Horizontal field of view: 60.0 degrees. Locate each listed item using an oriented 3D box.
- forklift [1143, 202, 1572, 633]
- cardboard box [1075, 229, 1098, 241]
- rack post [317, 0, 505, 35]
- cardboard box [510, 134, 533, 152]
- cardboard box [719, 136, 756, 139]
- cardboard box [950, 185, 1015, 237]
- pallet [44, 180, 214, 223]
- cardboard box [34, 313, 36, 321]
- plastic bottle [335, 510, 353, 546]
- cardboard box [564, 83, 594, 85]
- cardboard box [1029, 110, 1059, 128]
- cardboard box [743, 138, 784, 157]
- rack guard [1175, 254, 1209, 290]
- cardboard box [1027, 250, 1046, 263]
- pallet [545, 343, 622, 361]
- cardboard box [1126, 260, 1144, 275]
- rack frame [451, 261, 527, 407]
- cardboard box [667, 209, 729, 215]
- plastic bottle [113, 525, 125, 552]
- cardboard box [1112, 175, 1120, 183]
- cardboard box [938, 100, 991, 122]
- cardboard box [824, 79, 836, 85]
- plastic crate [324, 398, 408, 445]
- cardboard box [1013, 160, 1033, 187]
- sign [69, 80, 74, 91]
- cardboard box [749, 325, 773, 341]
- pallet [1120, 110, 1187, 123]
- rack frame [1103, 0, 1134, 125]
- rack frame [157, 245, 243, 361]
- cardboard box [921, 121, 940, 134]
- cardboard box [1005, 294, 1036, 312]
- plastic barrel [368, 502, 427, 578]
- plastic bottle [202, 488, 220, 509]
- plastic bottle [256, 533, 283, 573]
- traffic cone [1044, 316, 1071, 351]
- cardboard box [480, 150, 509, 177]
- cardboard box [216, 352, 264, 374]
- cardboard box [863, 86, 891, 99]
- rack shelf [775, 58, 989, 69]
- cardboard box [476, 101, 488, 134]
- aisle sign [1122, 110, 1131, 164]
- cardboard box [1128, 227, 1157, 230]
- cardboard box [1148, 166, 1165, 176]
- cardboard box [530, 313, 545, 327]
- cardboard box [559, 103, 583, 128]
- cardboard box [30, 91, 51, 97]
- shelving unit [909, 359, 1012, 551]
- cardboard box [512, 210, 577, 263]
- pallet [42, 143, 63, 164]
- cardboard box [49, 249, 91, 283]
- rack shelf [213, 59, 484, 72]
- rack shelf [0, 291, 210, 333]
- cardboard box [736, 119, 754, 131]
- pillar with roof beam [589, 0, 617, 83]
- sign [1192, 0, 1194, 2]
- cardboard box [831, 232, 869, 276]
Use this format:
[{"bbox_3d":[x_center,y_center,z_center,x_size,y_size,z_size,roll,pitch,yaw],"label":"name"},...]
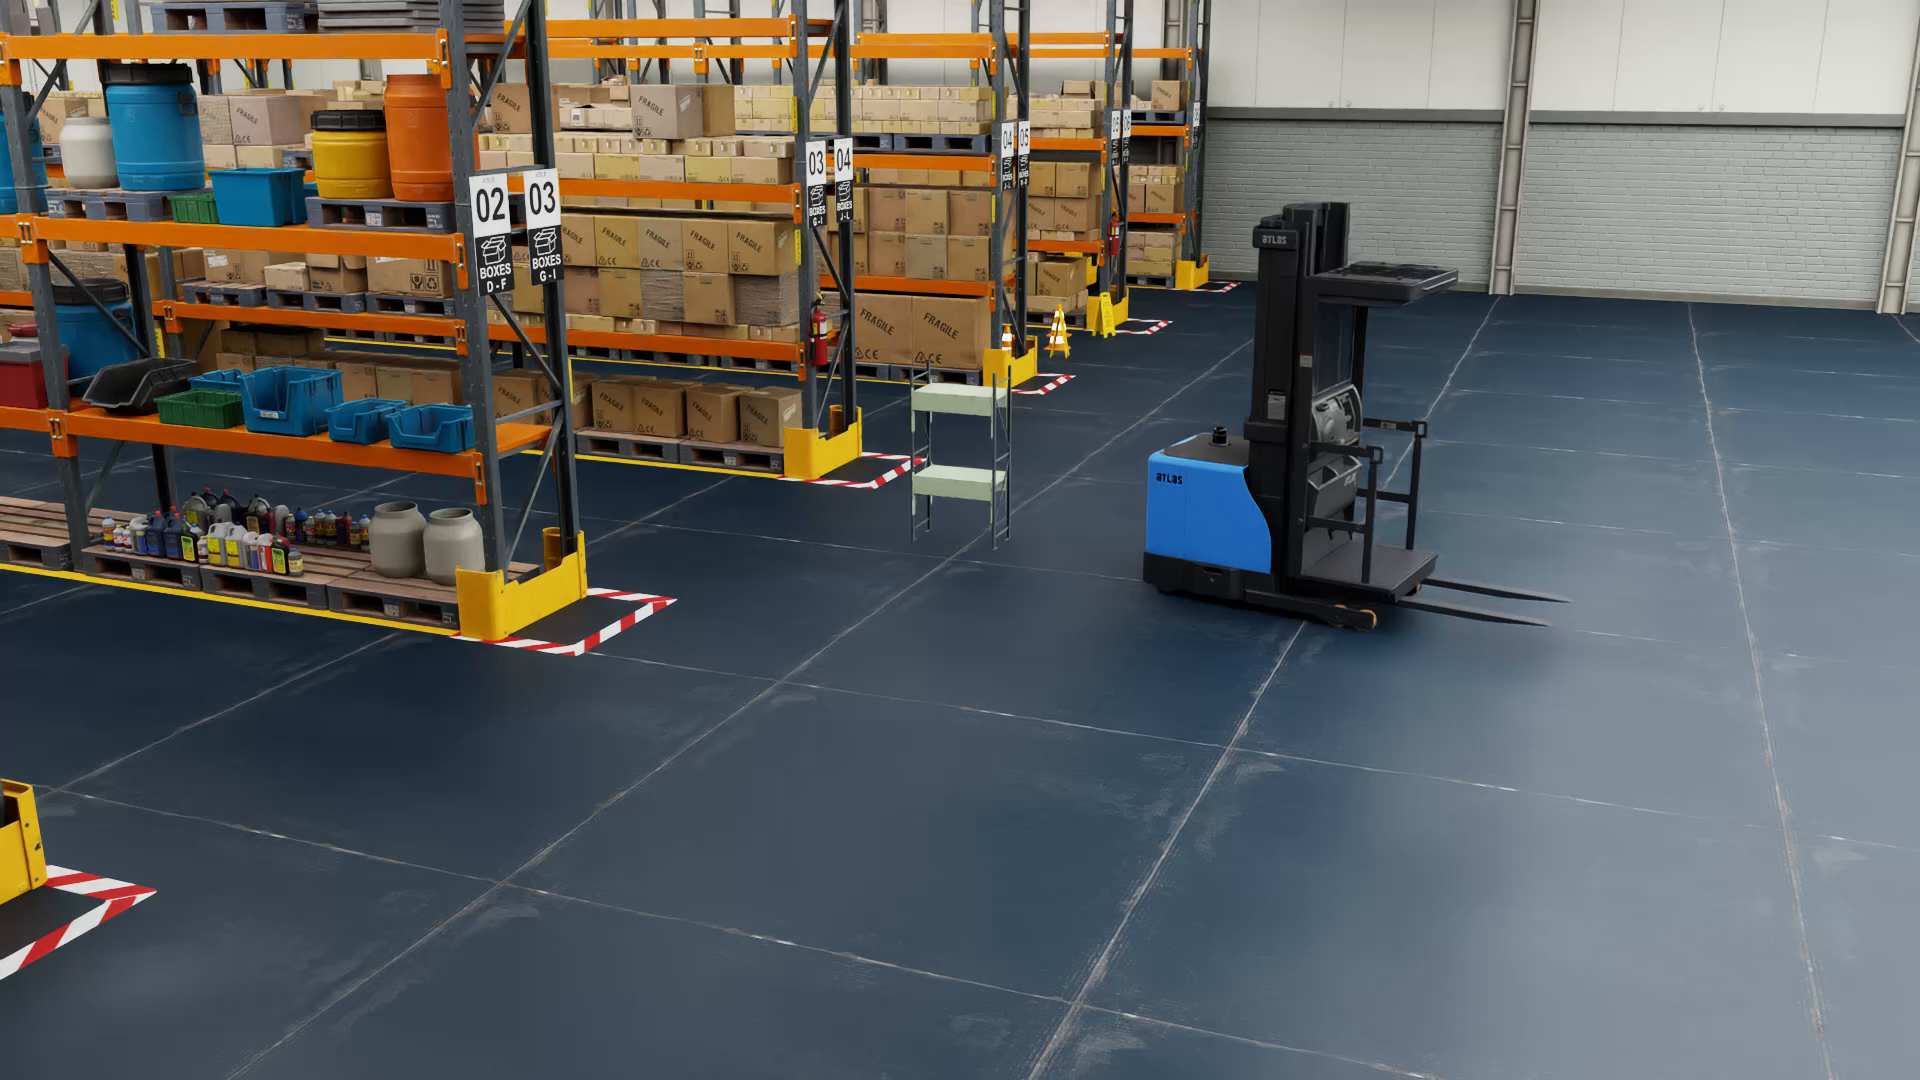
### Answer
[{"bbox_3d":[2.929,-0.914,12.066,3.031,2.935,1.130,10,19,31],"label":"forklift"},{"bbox_3d":[1.913,-4.614,25.137,0.250,0.149,0.380,7,18,22],"label":"cardboard box"},{"bbox_3d":[-3.771,-3.648,11.496,0.954,0.300,0.937,8,18,27],"label":"rack post"},{"bbox_3d":[-4.311,-3.994,16.727,0.250,0.149,0.380,6,17,21],"label":"cardboard box"},{"bbox_3d":[-2.182,-3.921,16.475,0.250,0.149,0.380,7,18,23],"label":"cardboard box"},{"bbox_3d":[0.286,-4.096,20.697,0.550,0.550,0.875,6,17,21],"label":"cardboard box"},{"bbox_3d":[-6.128,-2.607,12.734,1.003,0.211,1.213,6,17,21],"label":"pallet"},{"bbox_3d":[-10.200,-2.350,19.947,0.875,0.875,1.225,6,17,21],"label":"cardboard box"},{"bbox_3d":[-4.891,-0.098,13.214,0.133,0.283,0.061,7,17,22],"label":"plastic bottle"},{"bbox_3d":[-7.564,-9.008,33.279,0.500,0.250,0.500,6,17,21],"label":"cardboard box"},{"bbox_3d":[1.301,-6.301,24.852,0.500,0.250,0.500,6,17,20],"label":"cardboard box"},{"bbox_3d":[-1.869,-3.746,15.870,0.250,0.149,0.380,6,17,19],"label":"cardboard box"},{"bbox_3d":[4.179,-4.837,29.937,0.348,0.500,1.175,6,17,21],"label":"rack guard"},{"bbox_3d":[1.132,-4.339,25.409,0.250,0.149,0.380,7,18,22],"label":"cardboard box"},{"bbox_3d":[-4.989,-2.711,23.134,1.213,0.211,1.003,6,17,21],"label":"pallet"},{"bbox_3d":[3.145,-4.940,29.989,0.500,0.250,0.500,6,17,21],"label":"cardboard box"},{"bbox_3d":[-5.018,-2.591,17.717,0.127,3.000,1.000,6,17,21],"label":"rack frame"},{"bbox_3d":[-2.637,-3.083,16.908,0.500,0.500,0.500,6,17,21],"label":"cardboard box"},{"bbox_3d":[-6.605,-0.017,13.081,0.097,0.201,0.097,0,16,0],"label":"plastic bottle"},{"bbox_3d":[2.772,-6.466,29.723,0.250,0.149,0.380,6,17,19],"label":"cardboard box"},{"bbox_3d":[0.059,-5.196,20.115,0.500,0.250,0.500,7,17,21],"label":"cardboard box"},{"bbox_3d":[-2.195,-8.433,31.350,0.500,0.500,0.700,6,17,20],"label":"cardboard box"},{"bbox_3d":[-4.292,-0.867,12.047,0.408,0.251,0.499,6,17,21],"label":"plastic crate"},{"bbox_3d":[0.803,-5.498,25.224,0.500,0.500,0.700,6,17,20],"label":"cardboard box"},{"bbox_3d":[-14.045,-7.102,26.288,0.005,0.325,0.100,6,17,21],"label":"sign"},{"bbox_3d":[-1.870,-2.062,16.347,0.250,0.149,0.380,6,17,21],"label":"cardboard box"},{"bbox_3d":[3.509,-7.517,29.463,1.213,0.211,1.003,6,17,21],"label":"pallet"},{"bbox_3d":[2.339,-7.633,24.325,0.127,3.000,1.000,6,17,21],"label":"rack frame"},{"bbox_3d":[-8.739,-3.000,19.127,0.127,3.000,1.000,6,17,21],"label":"rack frame"},{"bbox_3d":[-0.290,-5.025,20.241,0.250,0.149,0.380,7,17,21],"label":"cardboard box"},{"bbox_3d":[1.009,-3.701,25.720,0.500,0.250,0.500,6,17,21],"label":"cardboard box"},{"bbox_3d":[-4.221,-0.003,12.511,0.421,0.512,0.421,0,16,0],"label":"plastic barrel"},{"bbox_3d":[-6.131,-0.254,13.631,0.185,0.351,0.144,6,17,19],"label":"plastic bottle"},{"bbox_3d":[-5.208,0.093,12.570,0.135,0.276,0.152,6,17,21],"label":"plastic bottle"},{"bbox_3d":[1.375,-2.920,23.402,0.334,0.463,0.336,6,17,21],"label":"traffic cone"},{"bbox_3d":[-4.693,-3.847,16.933,0.500,0.250,0.500,6,17,18],"label":"cardboard box"},{"bbox_3d":[-8.109,-1.947,19.196,0.500,0.500,0.700,5,17,18],"label":"cardboard box"},{"bbox_3d":[-1.004,-5.487,20.400,0.250,0.149,0.380,6,17,20],"label":"cardboard box"},{"bbox_3d":[-1.425,-8.997,31.031,4.000,0.370,1.077,6,17,21],"label":"rack shelf"},{"bbox_3d":[-5.419,-4.356,17.480,0.637,0.503,0.797,5,17,18],"label":"cardboard box"},{"bbox_3d":[2.510,-6.074,25.054,0.004,0.787,0.394,6,17,21],"label":"aisle sign"},{"bbox_3d":[3.313,-5.549,30.293,0.500,0.250,0.500,6,17,21],"label":"cardboard box"},{"bbox_3d":[3.505,-6.541,29.448,0.250,0.149,0.380,6,17,21],"label":"cardboard box"},{"bbox_3d":[-4.222,-2.300,17.165,0.250,0.149,0.380,6,17,21],"label":"cardboard box"},{"bbox_3d":[-5.289,-5.688,22.235,0.500,0.311,0.500,6,17,20],"label":"cardboard box"},{"bbox_3d":[-14.050,-6.802,25.501,0.250,0.149,0.380,6,17,20],"label":"cardboard box"},{"bbox_3d":[0.006,-0.720,13.962,0.755,1.500,0.431,6,17,21],"label":"shelving unit"},{"bbox_3d":[-4.227,-3.099,16.962,0.500,0.500,0.500,6,17,21],"label":"cardboard box"},{"bbox_3d":[-10.399,-4.515,19.306,1.213,0.211,1.003,7,18,23],"label":"pallet"},{"bbox_3d":[-10.235,-3.139,19.426,0.500,0.500,0.500,6,17,19],"label":"cardboard box"},{"bbox_3d":[-8.686,-6.824,23.547,4.000,0.370,1.077,6,17,21],"label":"rack shelf"},{"bbox_3d":[-10.600,-2.859,19.932,4.000,0.370,1.077,6,17,21],"label":"rack shelf"},{"bbox_3d":[-2.649,-5.285,21.135,0.250,0.149,0.380,6,17,21],"label":"cardboard box"},{"bbox_3d":[-8.903,-9.336,30.193,0.400,9.000,9.100,6,17,21],"label":"pillar with roof beam"},{"bbox_3d":[3.945,-9.268,28.139,0.005,0.325,0.100,6,17,21],"label":"sign"},{"bbox_3d":[-1.248,-3.740,21.406,0.500,0.550,0.875,6,17,21],"label":"cardboard box"}]
